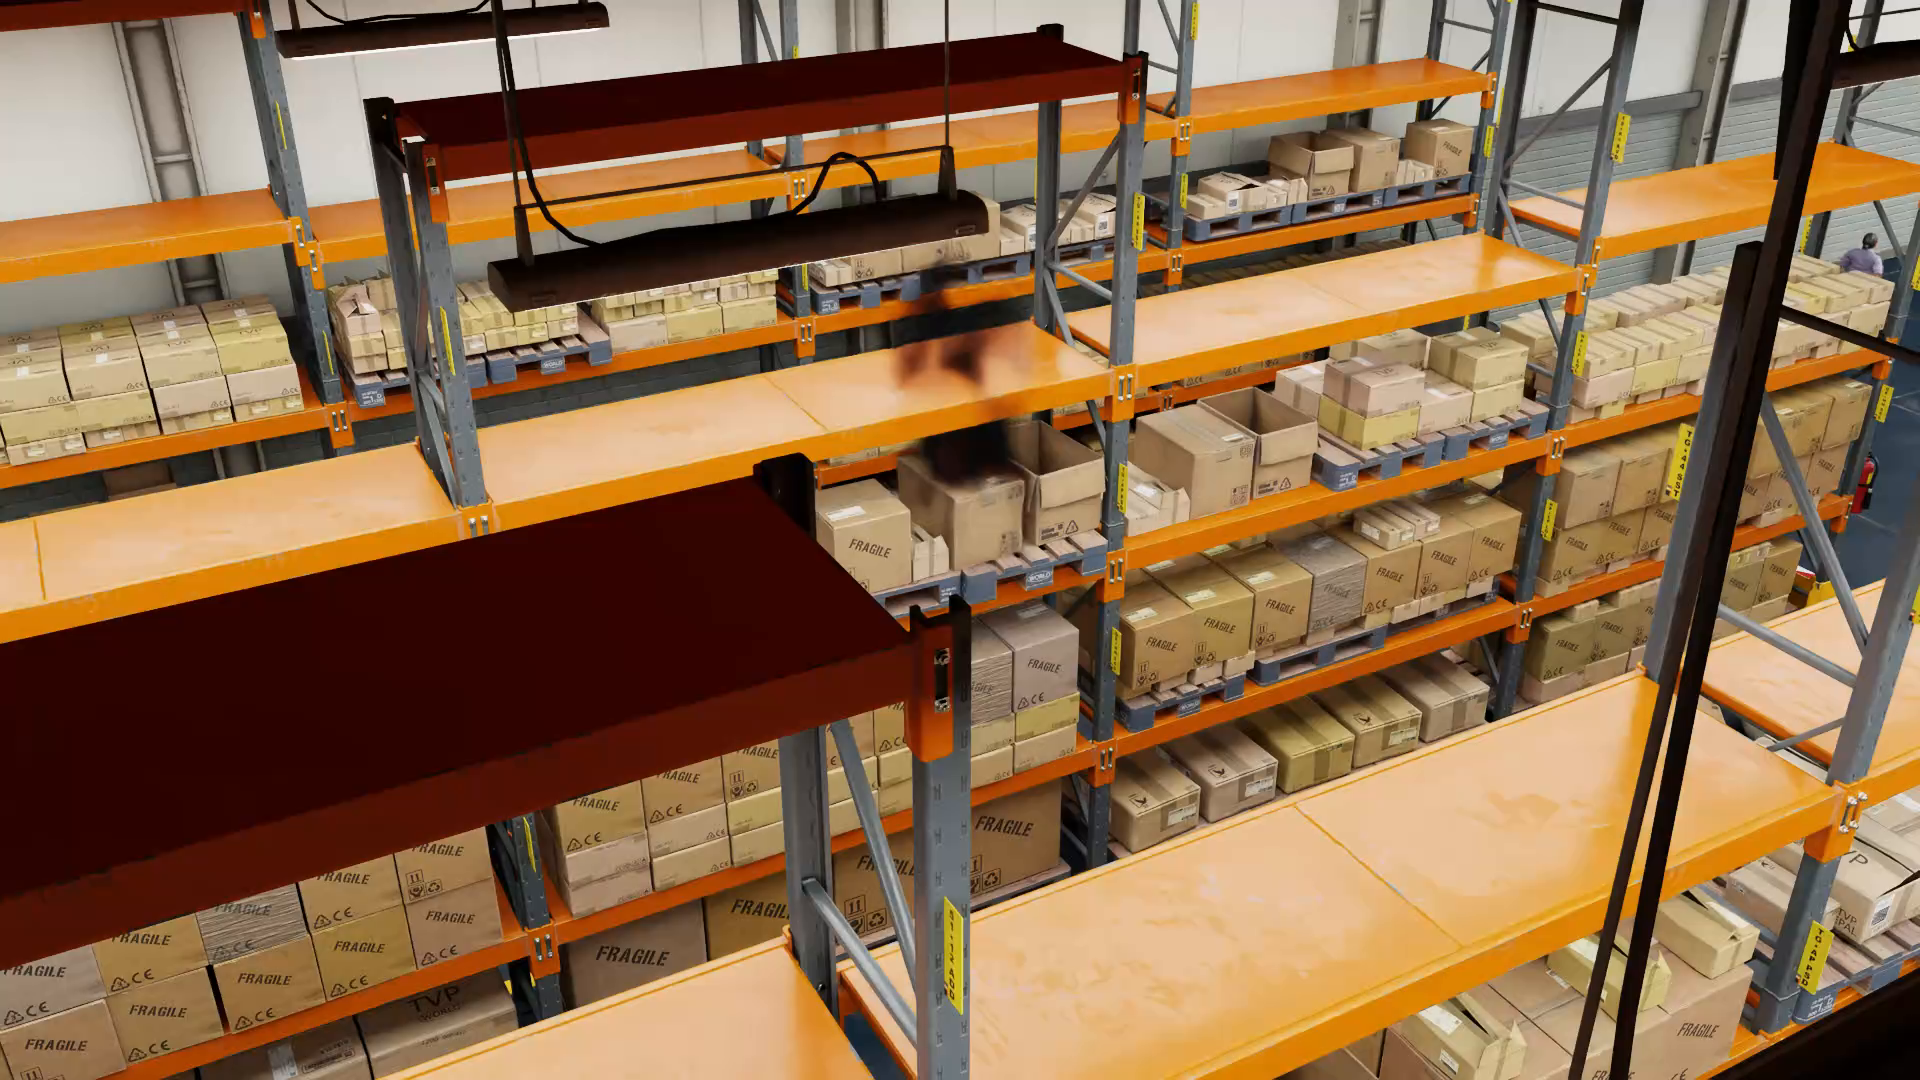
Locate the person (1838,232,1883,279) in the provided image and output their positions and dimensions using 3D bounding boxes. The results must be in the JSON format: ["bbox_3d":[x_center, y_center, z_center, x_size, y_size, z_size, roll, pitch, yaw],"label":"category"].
[{"bbox_3d":[11.379,-3.112,21.148,0.652,1.628,0.614,-18,33,-31],"label":"person"}]
